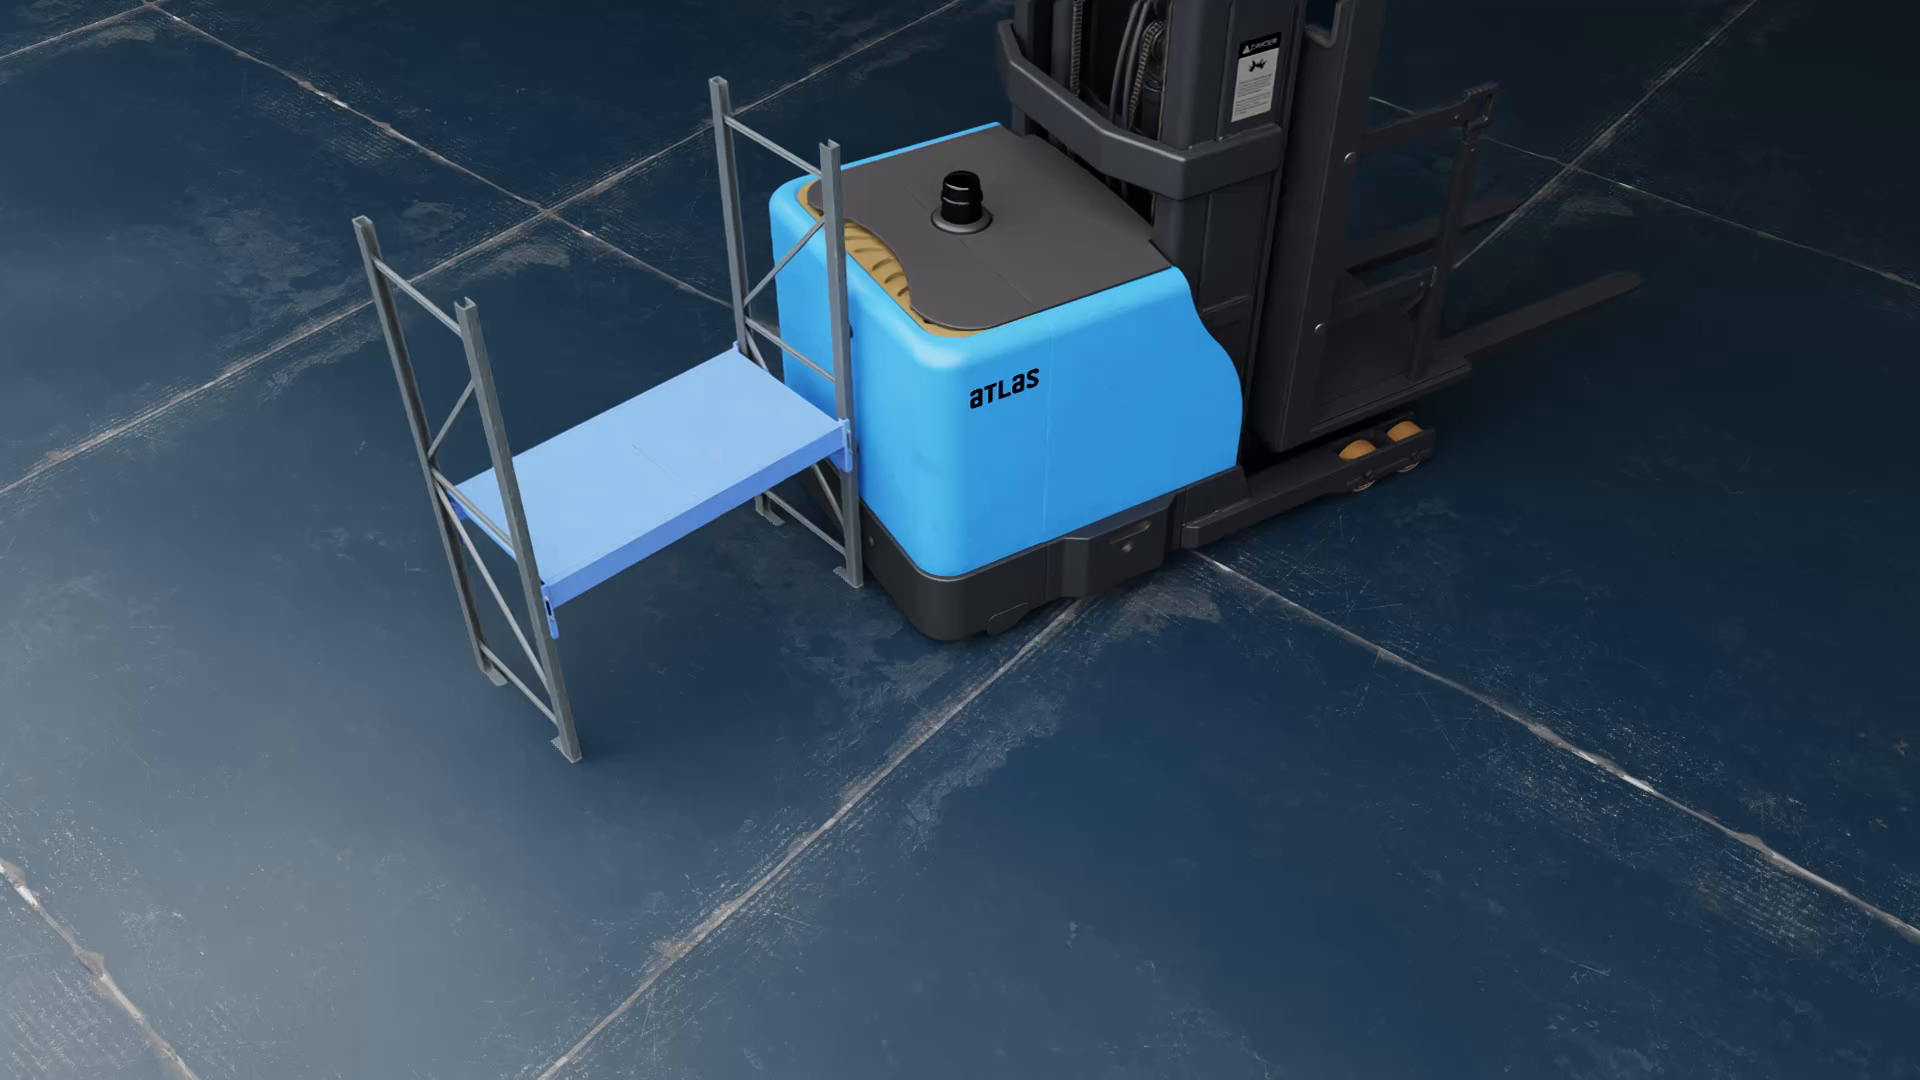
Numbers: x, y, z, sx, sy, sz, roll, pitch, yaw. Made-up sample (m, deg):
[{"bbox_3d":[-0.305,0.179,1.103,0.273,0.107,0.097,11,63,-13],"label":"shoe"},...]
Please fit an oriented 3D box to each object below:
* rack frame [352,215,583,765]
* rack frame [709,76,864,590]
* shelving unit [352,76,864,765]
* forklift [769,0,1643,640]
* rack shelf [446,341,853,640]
[{"bbox_3d":[-1.221,-0.067,4.209,0.032,1.500,0.500,-32,51,-30],"label":"rack frame"},{"bbox_3d":[-0.476,-0.532,4.721,0.032,1.500,0.500,-32,51,-30],"label":"rack frame"},{"bbox_3d":[-0.849,-0.300,4.465,1.048,1.500,0.538,-32,51,-30],"label":"shelving unit"},{"bbox_3d":[0.969,-1.530,4.754,3.031,2.935,1.130,-21,46,-22],"label":"forklift"},{"bbox_3d":[-0.849,-0.167,4.586,1.000,0.185,0.538,-32,51,-30],"label":"rack shelf"}]
